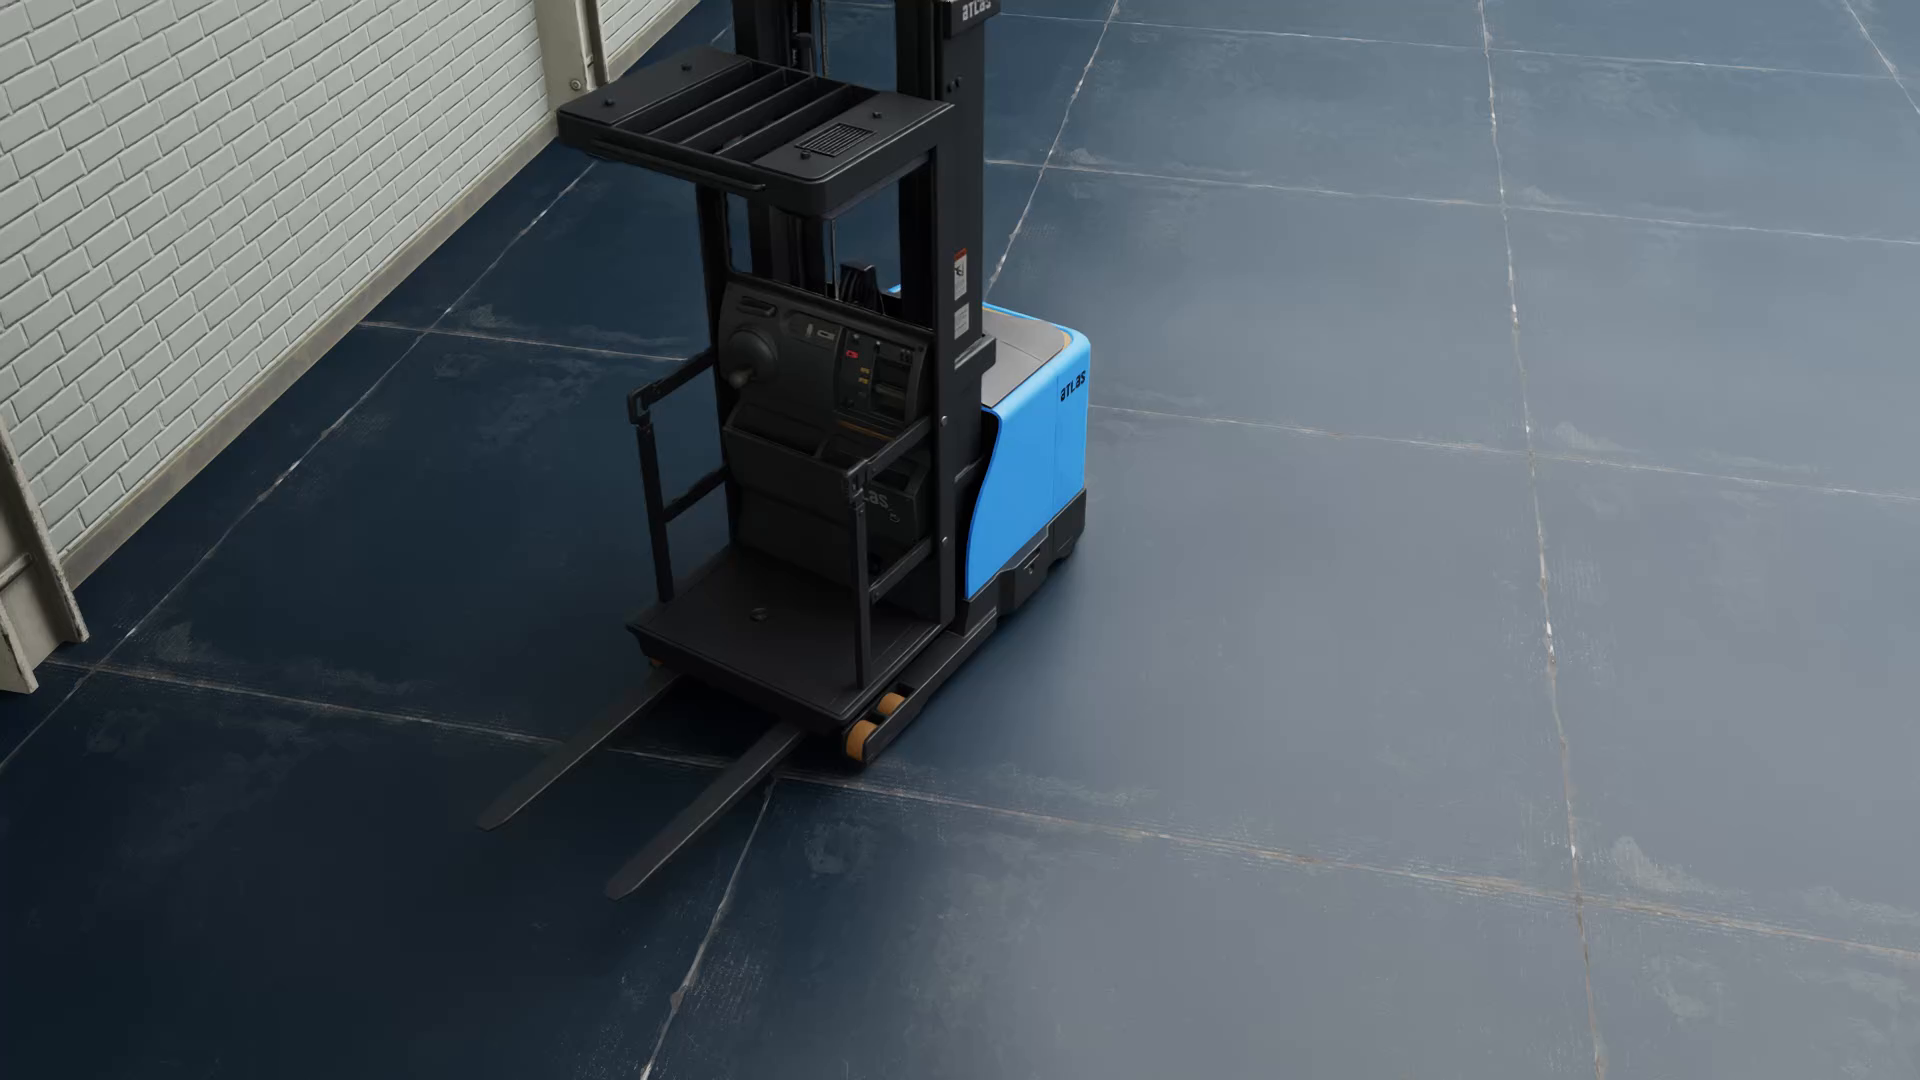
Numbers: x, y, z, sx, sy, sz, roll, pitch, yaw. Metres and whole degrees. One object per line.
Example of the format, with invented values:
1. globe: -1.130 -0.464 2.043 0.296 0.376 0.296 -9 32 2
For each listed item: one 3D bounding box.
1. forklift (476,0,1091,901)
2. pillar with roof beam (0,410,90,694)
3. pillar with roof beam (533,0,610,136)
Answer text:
1. forklift: -0.640 -0.628 6.119 1.130 2.935 3.031 21 41 26
2. pillar with roof beam: 0.256 -2.601 3.670 9.100 9.000 0.400 7 37 10
3. pillar with roof beam: 1.538 -6.040 8.416 9.100 9.000 0.400 7 37 10
